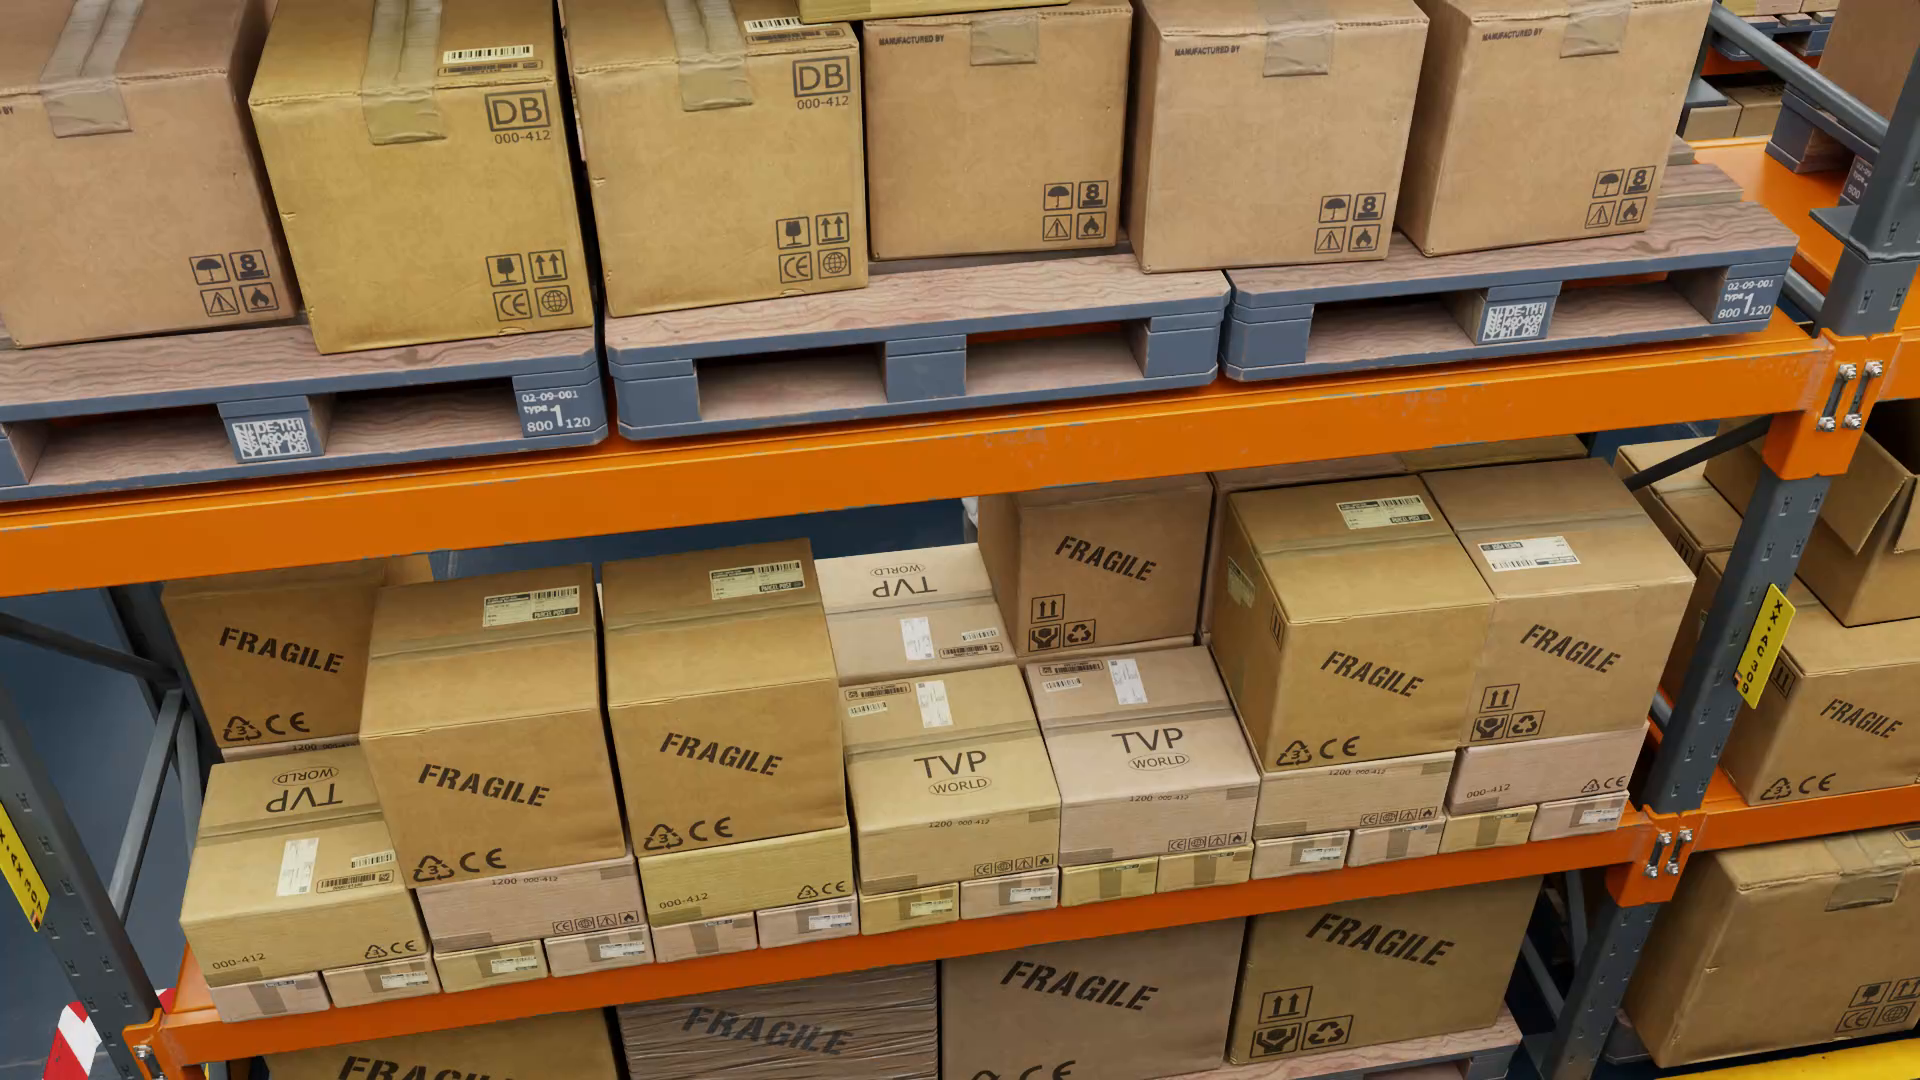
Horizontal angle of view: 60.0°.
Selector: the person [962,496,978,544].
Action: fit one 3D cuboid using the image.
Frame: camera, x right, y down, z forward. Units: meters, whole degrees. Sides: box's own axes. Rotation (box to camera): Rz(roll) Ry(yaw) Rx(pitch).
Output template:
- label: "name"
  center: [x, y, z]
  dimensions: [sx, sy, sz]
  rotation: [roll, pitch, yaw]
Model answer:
- label: "person"
  center: [0.203, -0.089, 6.250]
  dimensions: [0.360, 1.760, 0.566]
  rotation: [-22, 44, -26]
